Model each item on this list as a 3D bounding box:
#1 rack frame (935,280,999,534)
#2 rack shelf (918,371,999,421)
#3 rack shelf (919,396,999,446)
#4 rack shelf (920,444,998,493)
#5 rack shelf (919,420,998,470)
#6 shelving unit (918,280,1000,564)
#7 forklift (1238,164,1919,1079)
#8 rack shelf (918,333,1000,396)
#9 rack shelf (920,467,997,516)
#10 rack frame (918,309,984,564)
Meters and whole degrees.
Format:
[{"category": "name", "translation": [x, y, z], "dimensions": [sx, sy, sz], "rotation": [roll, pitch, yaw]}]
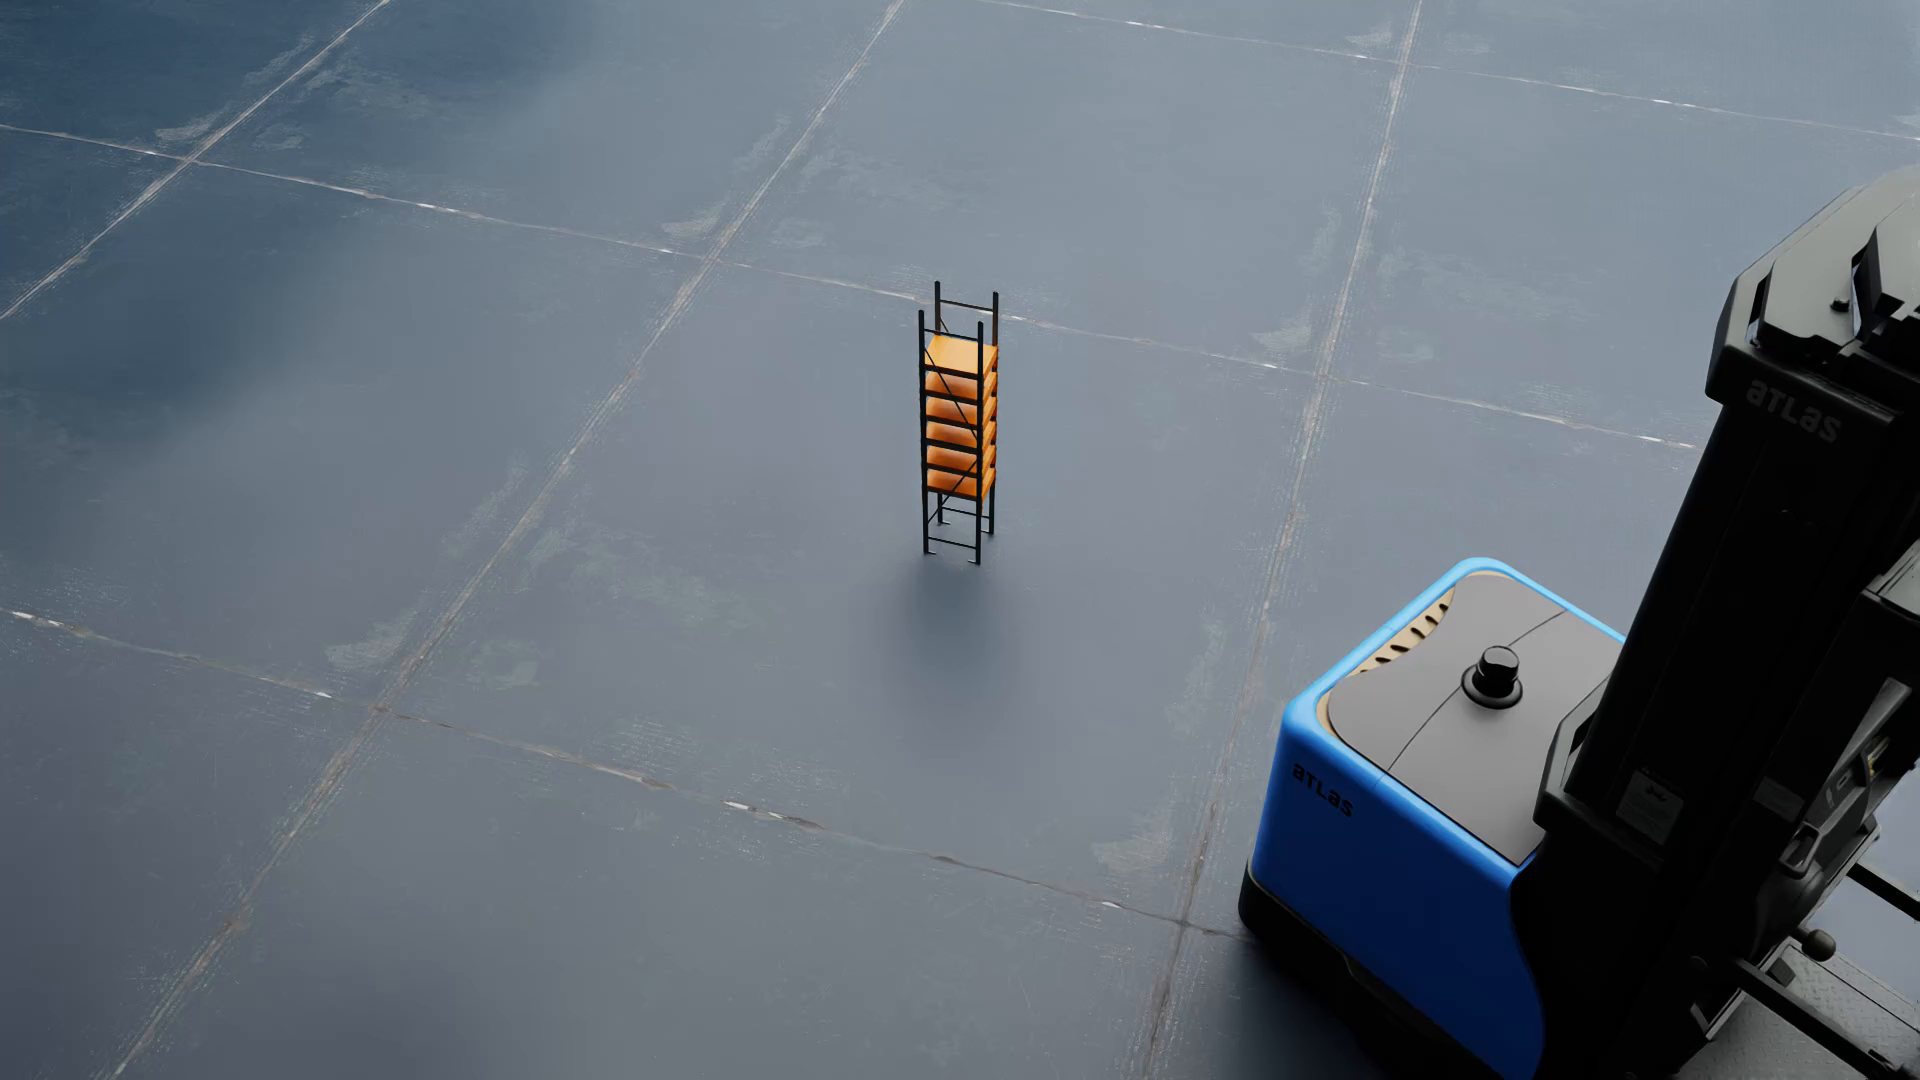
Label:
[{"category": "rack frame", "translation": [0.023, -0.480, 6.383], "dimensions": [0.240, 1.200, 0.006], "rotation": [13, 46, 12]}, {"category": "rack shelf", "translation": [-0.004, -0.559, 6.184], "dimensions": [0.258, 0.103, 0.180], "rotation": [13, 46, 12]}, {"category": "rack shelf", "translation": [-0.004, -0.473, 6.268], "dimensions": [0.258, 0.103, 0.180], "rotation": [13, 46, 12]}, {"category": "rack shelf", "translation": [-0.004, -0.302, 6.436], "dimensions": [0.258, 0.103, 0.180], "rotation": [13, 46, 12]}, {"category": "rack shelf", "translation": [-0.004, -0.387, 6.352], "dimensions": [0.258, 0.103, 0.180], "rotation": [13, 46, 12]}, {"category": "shelving unit", "translation": [-0.004, -0.419, 6.321], "dimensions": [0.258, 1.200, 0.189], "rotation": [13, 46, 12]}, {"category": "forklift", "translation": [2.278, 0.731, 3.908], "dimensions": [1.130, 2.935, 3.031], "rotation": [-33, 53, -29]}, {"category": "rack shelf", "translation": [-0.004, -0.645, 6.100], "dimensions": [0.258, 0.103, 0.180], "rotation": [13, 46, 12]}, {"category": "rack shelf", "translation": [-0.004, -0.216, 6.519], "dimensions": [0.258, 0.103, 0.180], "rotation": [13, 46, 12]}, {"category": "rack frame", "translation": [-0.032, -0.358, 6.258], "dimensions": [0.240, 1.200, 0.006], "rotation": [13, 46, 12]}]
